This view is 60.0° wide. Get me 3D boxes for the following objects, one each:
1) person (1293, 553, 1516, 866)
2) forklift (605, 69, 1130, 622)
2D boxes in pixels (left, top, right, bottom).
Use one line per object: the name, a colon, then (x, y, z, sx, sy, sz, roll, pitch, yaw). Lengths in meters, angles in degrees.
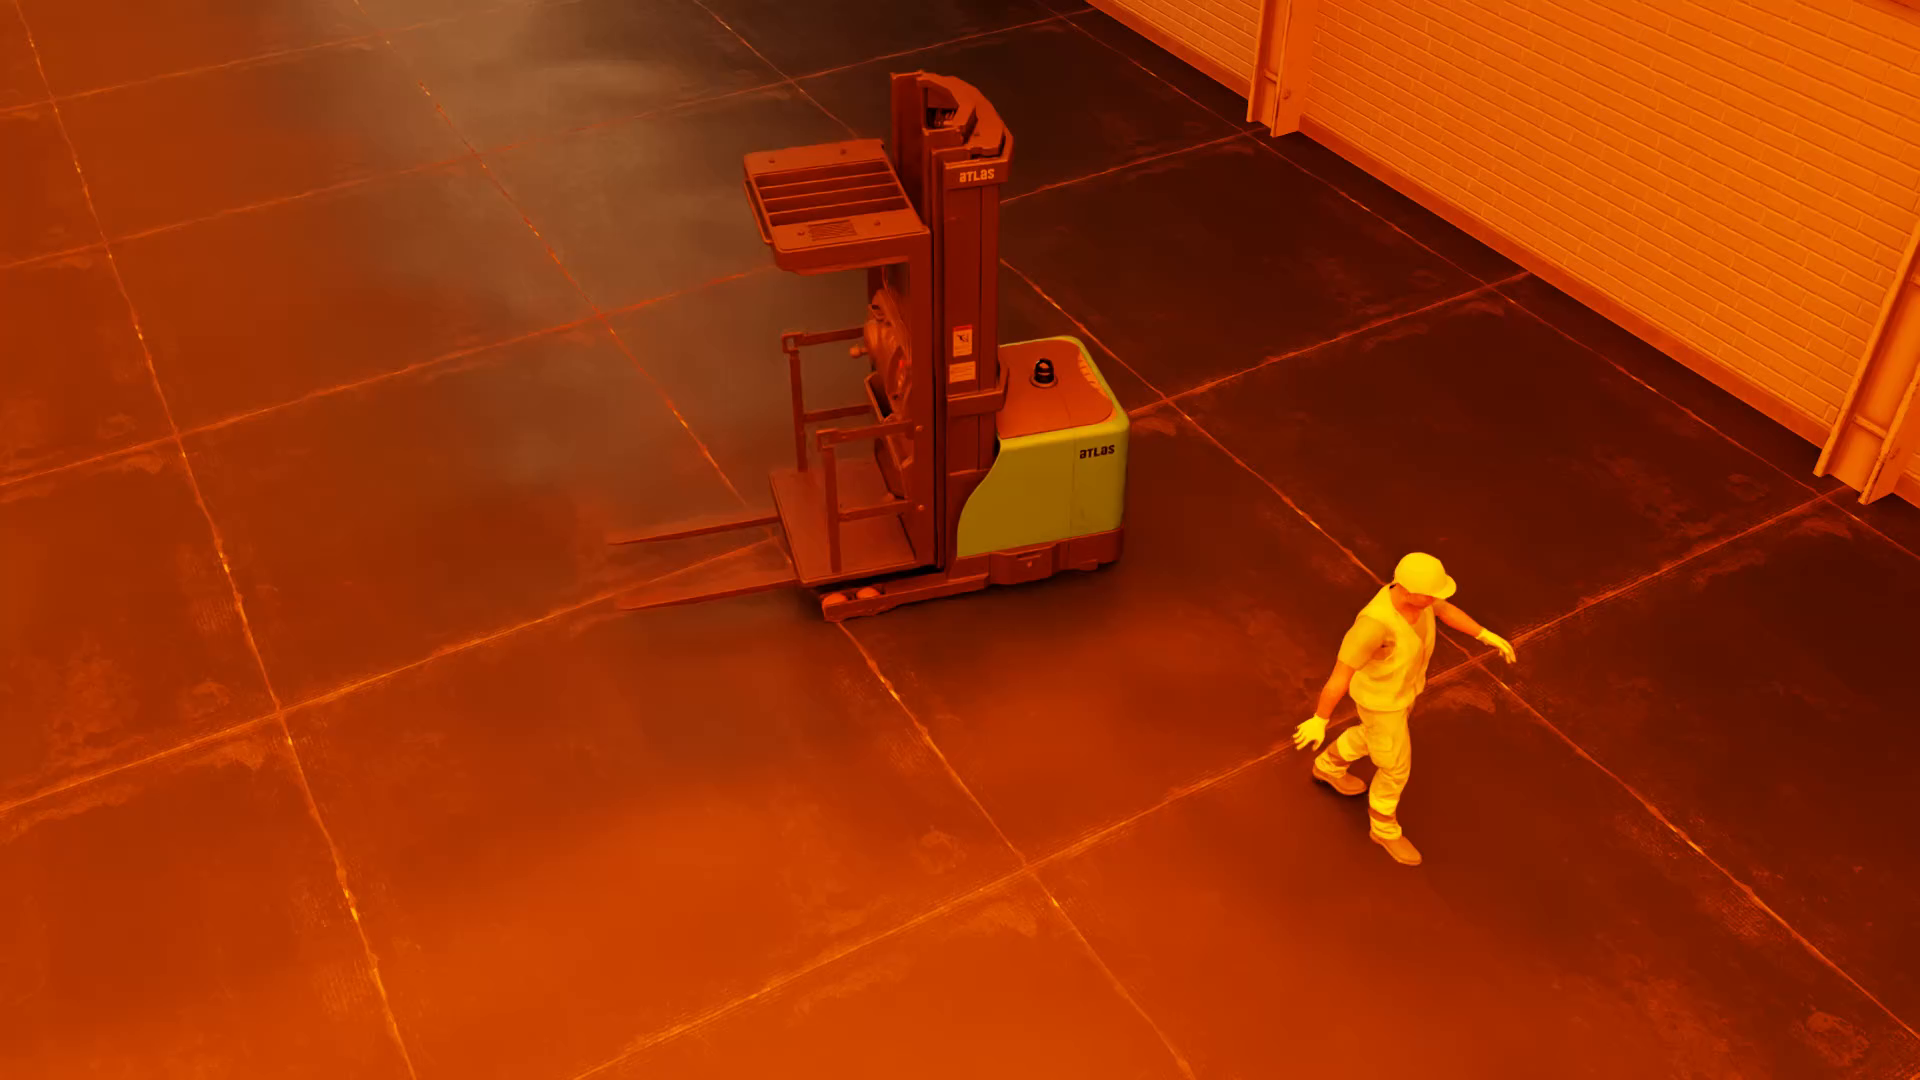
person: (2.095, 0.776, 8.029, 0.762, 1.762, 0.996, 28, 47, 30)
forklift: (-0.588, -1.023, 9.270, 3.031, 2.935, 1.130, -10, 41, -12)
